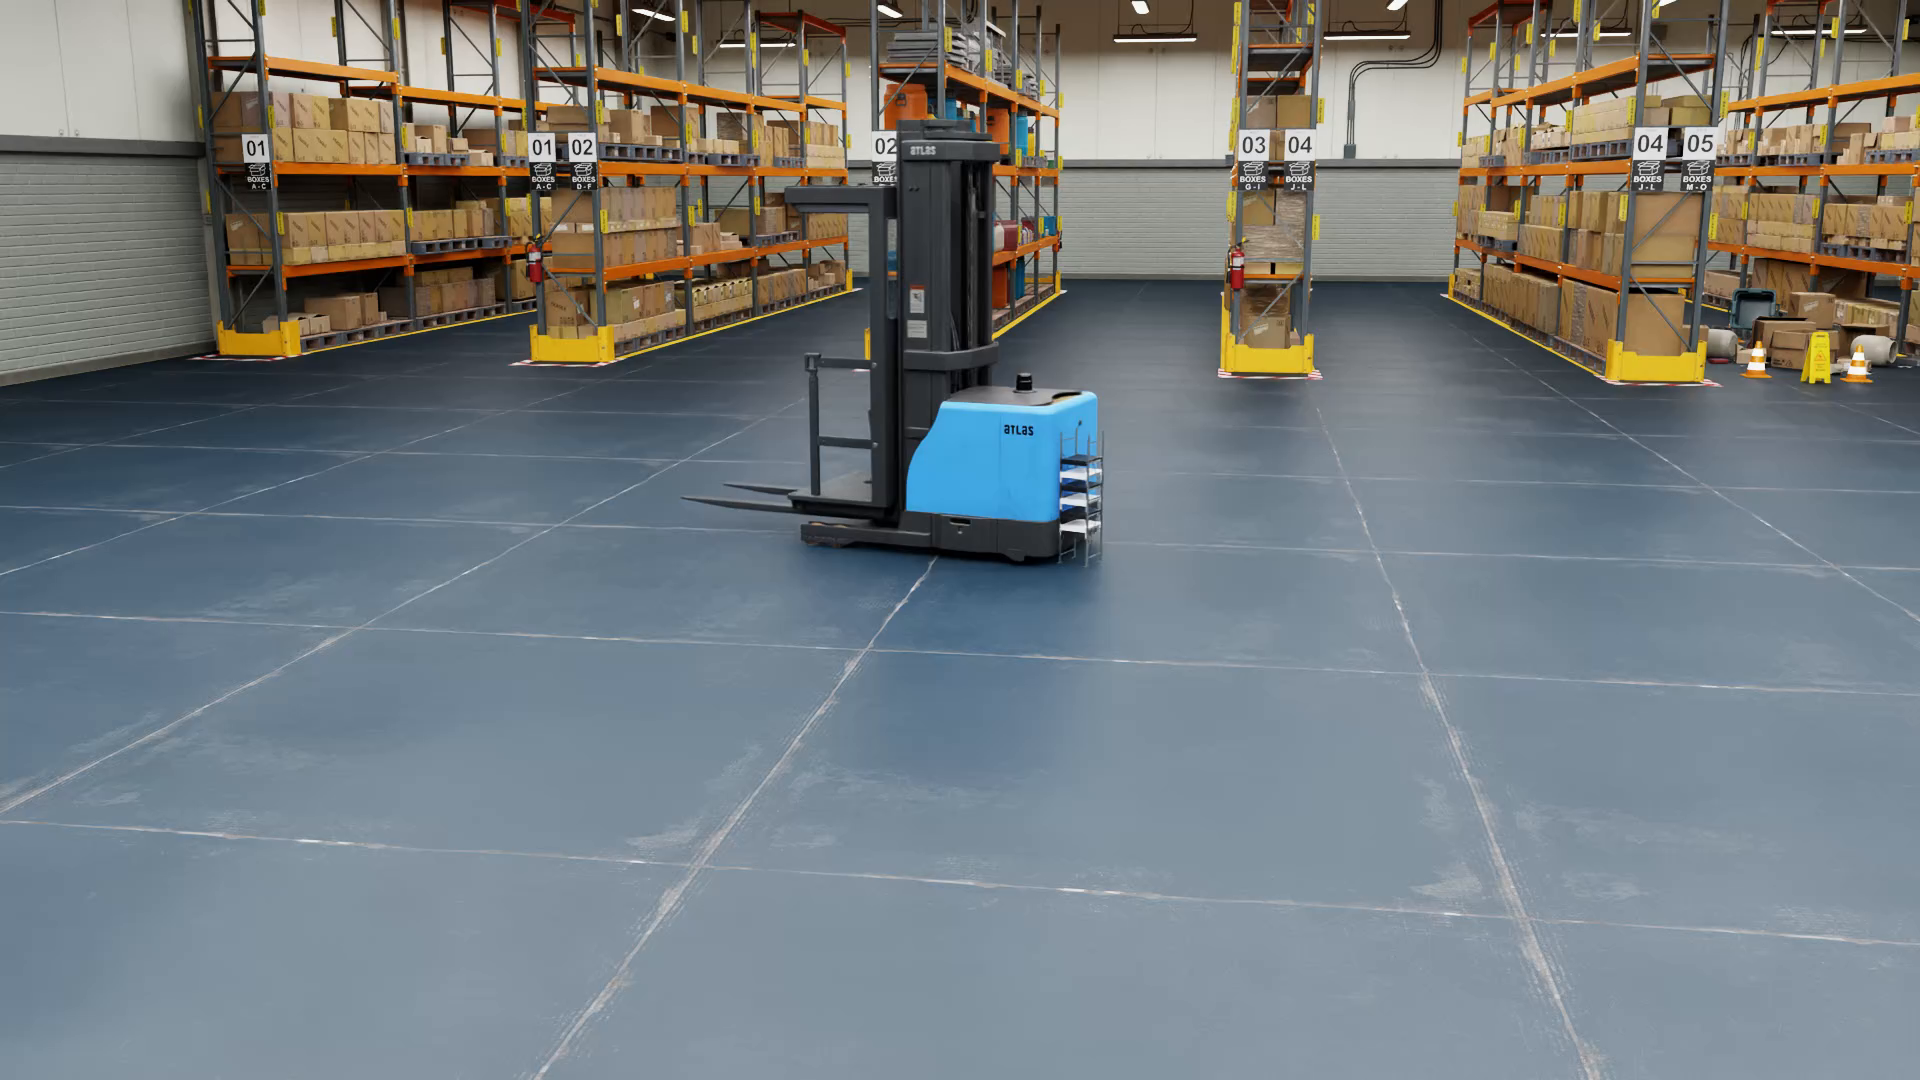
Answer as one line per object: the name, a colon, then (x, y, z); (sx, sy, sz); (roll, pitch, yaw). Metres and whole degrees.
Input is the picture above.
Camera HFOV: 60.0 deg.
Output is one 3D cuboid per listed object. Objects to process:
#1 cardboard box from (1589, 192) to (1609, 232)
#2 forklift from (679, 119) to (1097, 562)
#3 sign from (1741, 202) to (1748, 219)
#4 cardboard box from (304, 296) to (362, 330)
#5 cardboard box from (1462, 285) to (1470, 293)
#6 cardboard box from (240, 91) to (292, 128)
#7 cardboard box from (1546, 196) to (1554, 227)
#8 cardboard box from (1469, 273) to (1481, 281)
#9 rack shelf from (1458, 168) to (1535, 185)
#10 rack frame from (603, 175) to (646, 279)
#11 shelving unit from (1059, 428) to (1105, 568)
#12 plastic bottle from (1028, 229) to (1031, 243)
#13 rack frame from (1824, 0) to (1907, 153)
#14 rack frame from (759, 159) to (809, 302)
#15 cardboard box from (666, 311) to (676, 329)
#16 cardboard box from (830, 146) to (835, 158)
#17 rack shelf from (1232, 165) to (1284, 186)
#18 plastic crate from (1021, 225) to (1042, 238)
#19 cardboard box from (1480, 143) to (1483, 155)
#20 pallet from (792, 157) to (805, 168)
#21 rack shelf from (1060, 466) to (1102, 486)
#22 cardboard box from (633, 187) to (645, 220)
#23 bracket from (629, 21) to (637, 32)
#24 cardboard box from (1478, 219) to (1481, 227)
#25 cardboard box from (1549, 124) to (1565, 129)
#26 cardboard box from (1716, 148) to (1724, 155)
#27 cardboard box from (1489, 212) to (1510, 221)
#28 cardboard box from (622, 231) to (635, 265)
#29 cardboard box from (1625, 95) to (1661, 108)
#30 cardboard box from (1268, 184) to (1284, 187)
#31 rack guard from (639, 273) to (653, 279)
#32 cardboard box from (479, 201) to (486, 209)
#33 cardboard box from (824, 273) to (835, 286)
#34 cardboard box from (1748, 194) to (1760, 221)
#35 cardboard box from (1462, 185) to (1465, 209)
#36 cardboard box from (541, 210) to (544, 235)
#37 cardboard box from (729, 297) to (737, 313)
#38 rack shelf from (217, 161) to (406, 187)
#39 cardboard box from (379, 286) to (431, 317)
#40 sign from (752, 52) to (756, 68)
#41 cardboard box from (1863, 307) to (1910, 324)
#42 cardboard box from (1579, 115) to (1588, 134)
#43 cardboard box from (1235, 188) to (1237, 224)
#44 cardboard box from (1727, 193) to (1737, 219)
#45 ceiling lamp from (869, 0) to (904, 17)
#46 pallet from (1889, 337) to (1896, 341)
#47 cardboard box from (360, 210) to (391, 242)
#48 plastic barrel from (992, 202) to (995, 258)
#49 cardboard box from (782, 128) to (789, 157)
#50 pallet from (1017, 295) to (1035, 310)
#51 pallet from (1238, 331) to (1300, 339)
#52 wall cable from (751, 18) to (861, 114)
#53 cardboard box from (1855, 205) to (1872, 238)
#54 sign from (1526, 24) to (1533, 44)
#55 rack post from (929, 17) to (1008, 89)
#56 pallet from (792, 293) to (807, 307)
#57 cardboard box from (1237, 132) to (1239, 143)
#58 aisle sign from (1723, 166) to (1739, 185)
cardboard box: (9.338, -4.594, 23.271); (0.875, 0.550, 0.500); (2, 12, 9)
forklift: (-0.579, -1.470, 11.859); (3.031, 2.935, 1.130); (5, 13, 23)
sign: (15.279, -6.411, 32.378); (0.100, 0.325, 0.005); (2, 12, 9)
cardboard box: (-10.048, -3.640, 26.652); (0.700, 0.500, 0.500); (1, 12, 5)
cardboard box: (10.932, -5.352, 35.479); (0.380, 0.149, 0.250); (1, 12, 6)
cardboard box: (-10.194, -6.322, 24.430); (0.500, 0.500, 0.500); (1, 12, 5)
cardboard box: (9.995, -5.364, 27.152); (0.700, 0.500, 0.500); (2, 12, 8)
cardboard box: (10.817, -5.473, 34.627); (0.380, 0.149, 0.250); (1, 12, 6)
rack shelf: (11.229, -7.602, 34.733); (1.077, 0.370, 4.000); (2, 12, 9)
rack frame: (-8.032, -7.566, 39.983); (1.000, 3.000, 0.127); (2, 12, 9)
shelving unit: (0.818, -0.287, 11.190); (0.210, 0.900, 0.258); (7, 14, 30)
plastic bottle: (1.410, -6.214, 33.982); (0.061, 0.283, 0.133); (2, 12, 9)
rack frame: (15.213, -8.031, 27.899); (1.000, 3.000, 0.127); (2, 12, 9)
rack frame: (-3.752, -6.574, 35.378); (1.000, 3.000, 0.127); (2, 12, 9)
cardboard box: (-4.925, -3.563, 26.934); (0.500, 0.250, 0.500); (2, 12, 9)
cardboard box: (-3.121, -8.721, 37.389); (0.500, 0.250, 0.500); (2, 12, 9)
rack shelf: (5.113, -6.118, 27.849); (1.077, 0.370, 4.000); (2, 12, 9)
plastic crate: (1.558, -6.696, 36.083); (0.437, 0.282, 0.530); (2, 12, 9)
cardboard box: (10.832, -7.920, 33.674); (0.500, 0.250, 0.500); (1, 12, 6)
pallet: (-3.922, -7.815, 34.463); (1.213, 0.211, 1.003); (2, 12, 9)
rack shelf: (0.818, -0.431, 11.159); (0.200, 0.077, 0.258); (7, 14, 30)
cardboard box: (-5.276, -5.186, 25.620); (0.700, 0.500, 0.500); (2, 12, 9)
bracket: (-8.185, -12.751, 41.256); (0.235, 0.232, 0.430); (2, 12, 9)
cardboard box: (10.406, -6.231, 32.681); (0.380, 0.149, 0.250); (2, 12, 10)
cardboard box: (10.720, -7.310, 29.618); (0.396, 0.266, 0.258); (2, 12, 9)
cardboard box: (16.048, -8.143, 34.898); (0.380, 0.149, 0.250); (2, 12, 11)
cardboard box: (10.208, -6.108, 31.401); (0.380, 0.149, 0.250); (2, 12, 11)
cardboard box: (-5.355, -4.434, 25.212); (0.700, 0.500, 0.500); (2, 12, 9)
cardboard box: (8.792, -5.641, 21.399); (0.380, 0.149, 0.250); (2, 12, 9)
cardboard box: (5.066, -5.246, 26.797); (1.000, 1.000, 1.000); (2, 12, 9)
rack guard: (-8.029, -6.350, 40.270); (1.175, 0.500, 0.348); (2, 12, 9)
cardboard box: (-9.286, -6.409, 31.793); (0.380, 0.149, 0.250); (0, 12, 1)
cardboard box: (-3.153, -5.960, 38.010); (0.500, 0.250, 0.500); (2, 12, 9)
cardboard box: (15.476, -6.387, 31.898); (0.500, 0.500, 0.500); (2, 12, 9)
cardboard box: (11.134, -7.396, 35.876); (0.500, 0.500, 0.500); (2, 12, 10)
cardboard box: (-8.768, -6.410, 33.626); (0.500, 0.500, 0.500); (2, 12, 8)
cardboard box: (-4.363, -4.273, 30.231); (0.500, 0.250, 0.500); (2, 12, 10)
rack shelf: (-10.186, -5.767, 26.220); (1.077, 0.370, 4.000); (2, 12, 9)
cardboard box: (-9.781, -4.215, 29.322); (0.700, 0.500, 0.500); (2, 12, 11)
sign: (-4.286, -10.023, 34.739); (0.100, 0.325, 0.005); (2, 12, 9)
cardboard box: (14.783, -3.446, 26.102); (0.950, 0.372, 0.625); (3, 12, 12)
cardboard box: (9.263, -6.000, 24.010); (0.500, 0.250, 0.500); (2, 12, 8)
cardboard box: (4.102, -4.664, 23.199); (0.500, 0.500, 0.500); (2, 12, 9)
cardboard box: (15.713, -6.681, 33.266); (0.500, 0.500, 0.500); (2, 12, 8)
ceiling lamp: (-1.211, -12.098, 32.915); (0.800, 3.185, 2.000); (2, 12, 9)
pallet: (14.716, -3.065, 25.714); (1.003, 0.211, 1.213); (2, 12, 9)
cardboard box: (-9.716, -5.159, 27.340); (0.500, 0.500, 0.500); (2, 12, 8)
plastic barrel: (0.270, -5.063, 27.177); (0.600, 0.901, 0.708); (2, 12, 9)
cardboard box: (-3.903, -8.241, 34.521); (0.600, 0.600, 0.600); (1, 12, 3)
pallet: (0.982, -4.890, 34.185); (1.003, 0.211, 1.213); (2, 12, 9)
pallet: (4.737, -3.083, 25.797); (1.003, 0.211, 1.213); (2, 12, 9)
wall cable: (-4.136, -12.528, 44.149); (3.097, 2.526, 0.112); (2, 12, 9)
cardboard box: (14.682, -5.089, 26.545); (0.500, 0.500, 0.500); (1, 12, 7)
sign: (9.768, -8.681, 28.511); (0.100, 0.325, 0.005); (2, 12, 9)
rack post: (0.129, -8.191, 28.164); (1.013, 1.000, 3.121); (2, 12, 9)
pallet: (-3.840, -5.040, 34.881); (1.003, 0.211, 1.213); (2, 12, 9)
cardboard box: (4.029, -5.574, 23.027); (0.380, 0.149, 0.250); (2, 12, 9)
aisle sign: (16.760, -8.040, 36.008); (0.394, 0.787, 0.004); (2, 12, 9)
